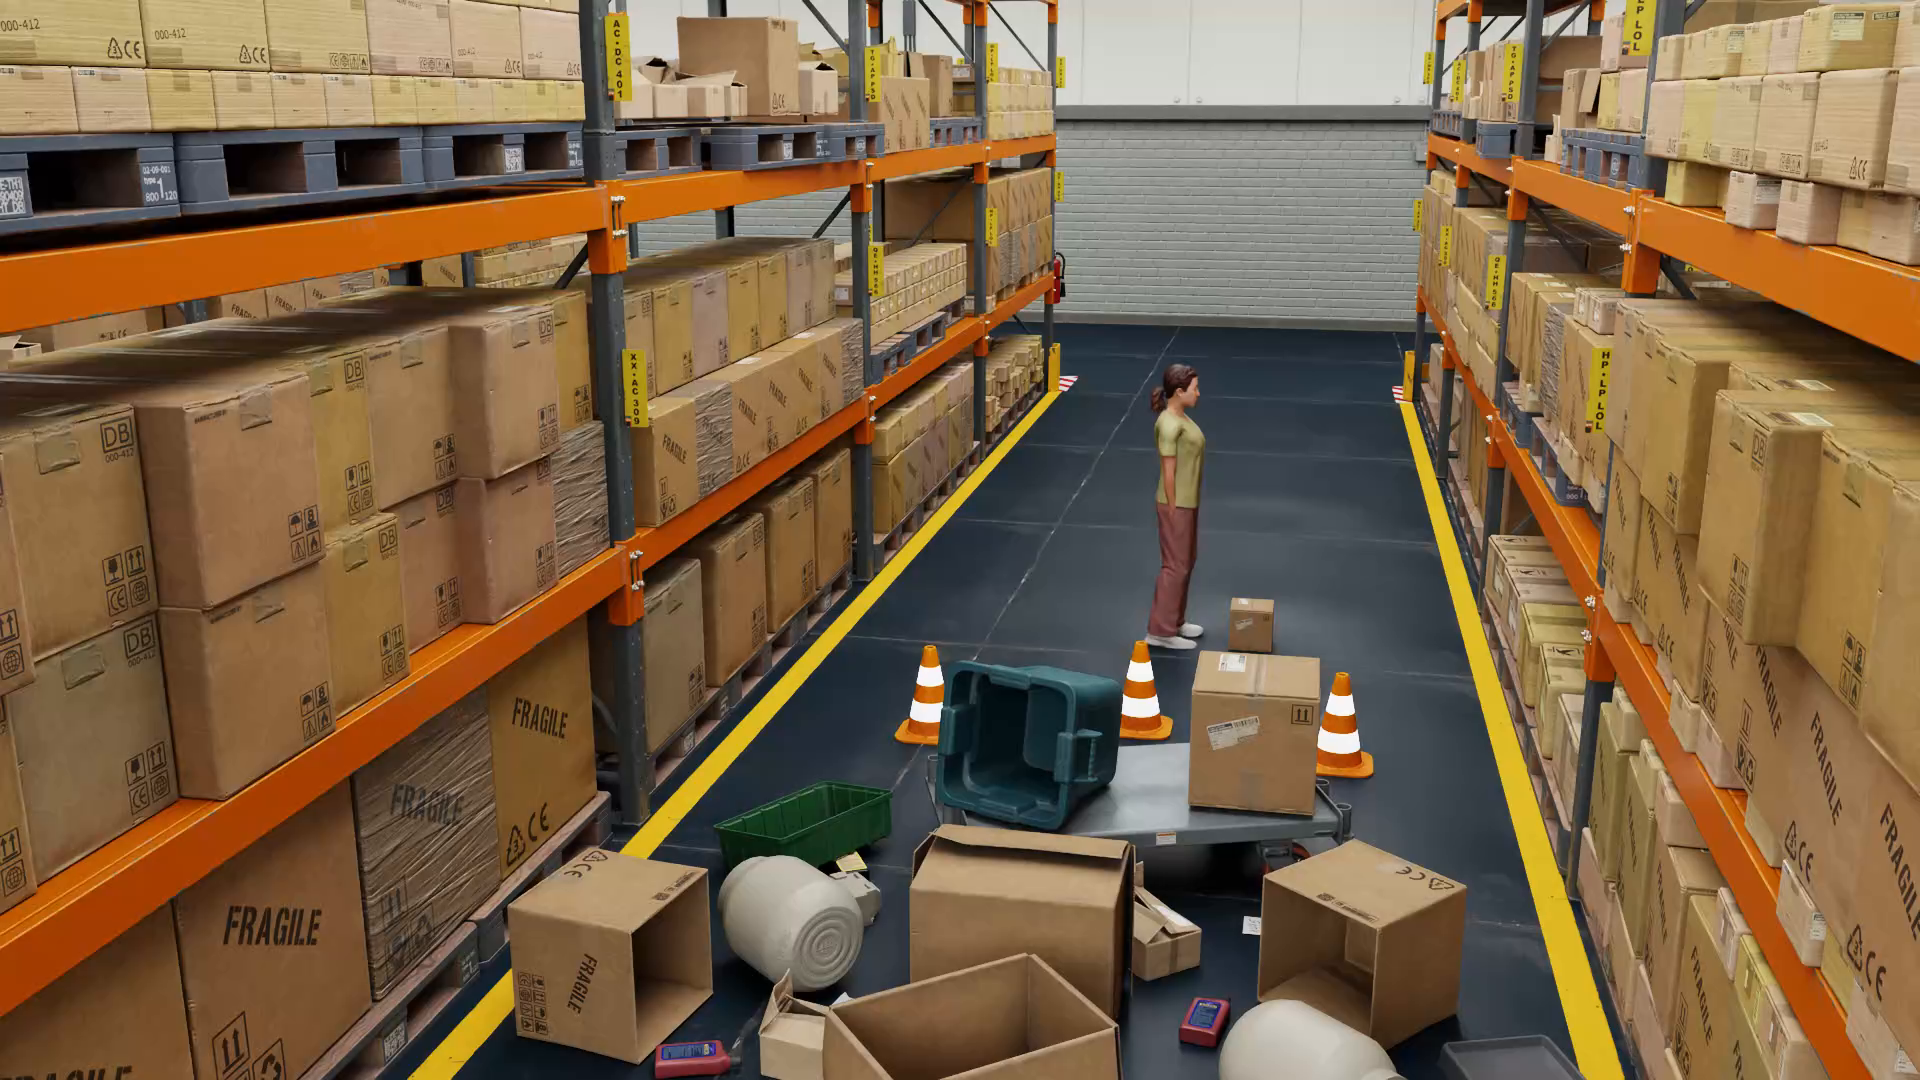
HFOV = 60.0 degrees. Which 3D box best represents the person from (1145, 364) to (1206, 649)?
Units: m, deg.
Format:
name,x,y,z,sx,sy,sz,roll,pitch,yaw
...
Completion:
name,x,y,z,sx,sy,sz,roll,pitch,yaw
person,1.276,-0.203,9.826,0.365,1.684,0.442,3,15,12
